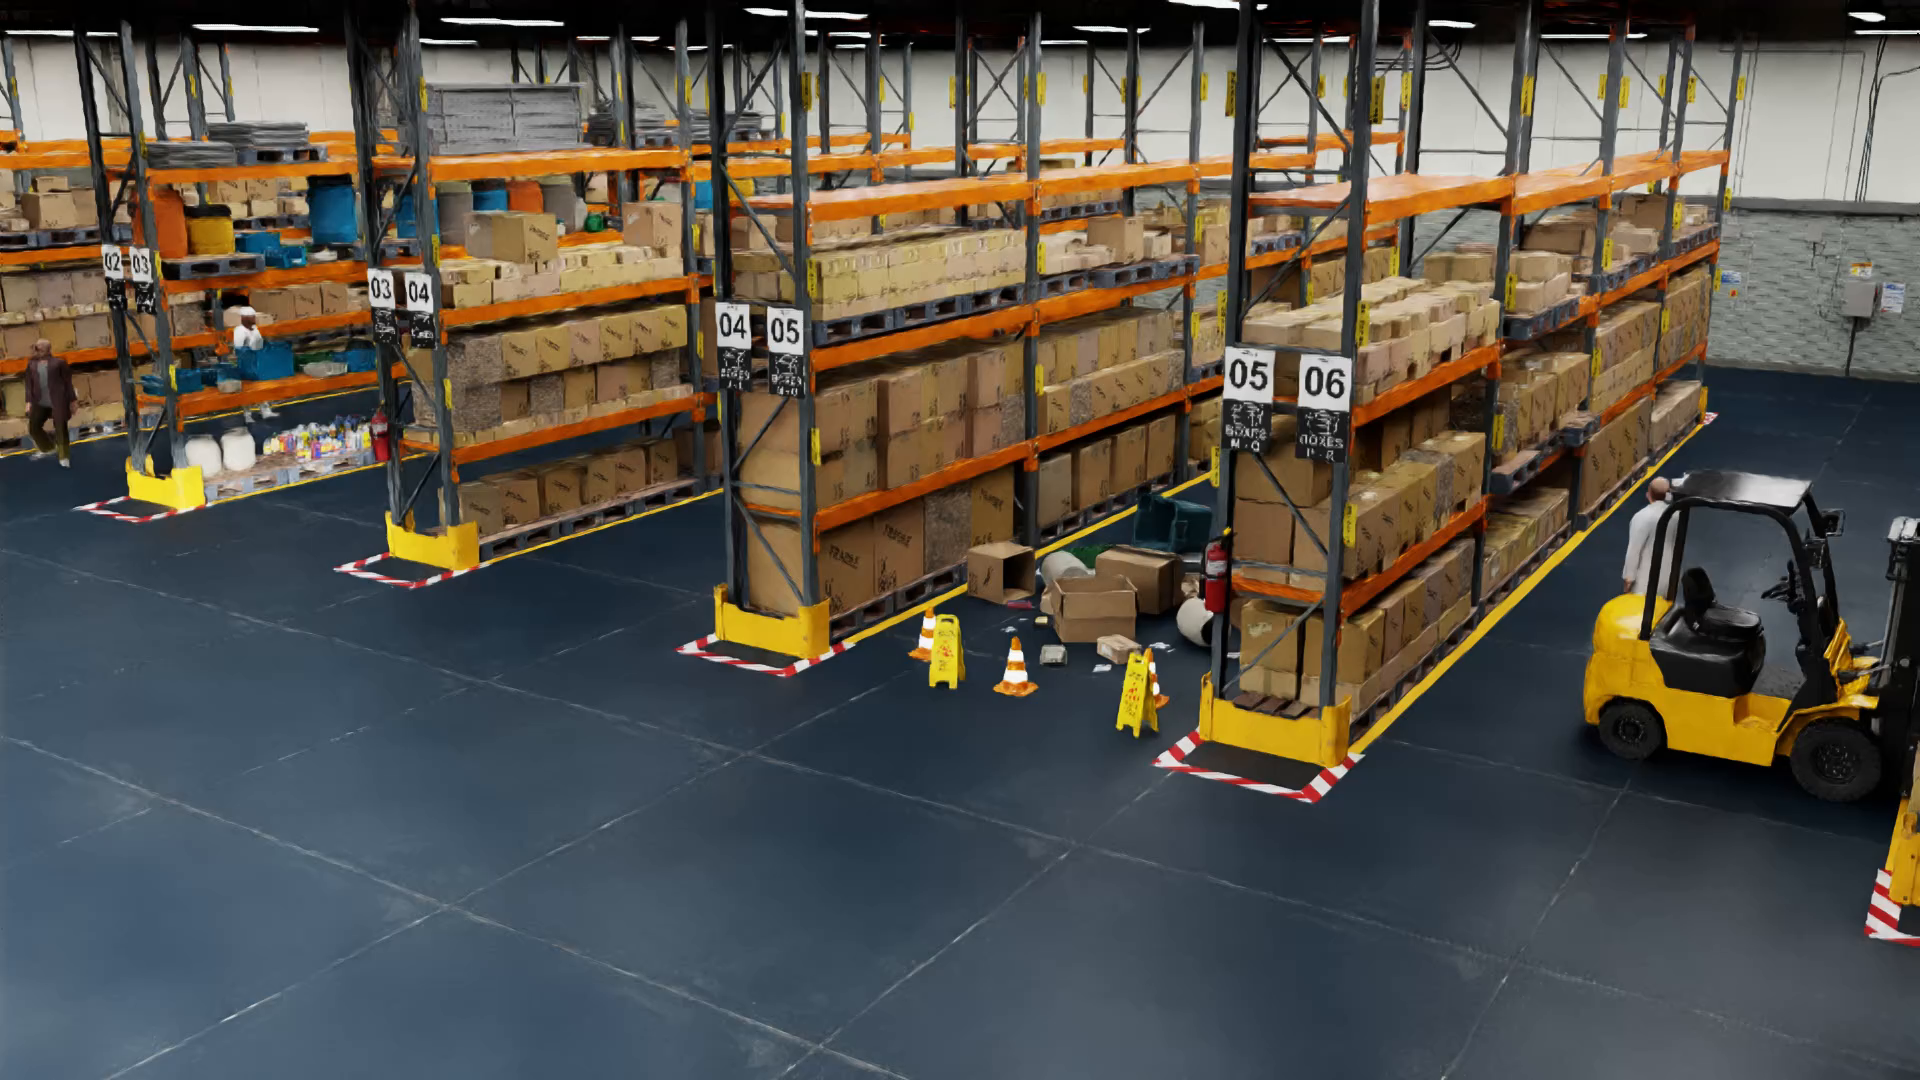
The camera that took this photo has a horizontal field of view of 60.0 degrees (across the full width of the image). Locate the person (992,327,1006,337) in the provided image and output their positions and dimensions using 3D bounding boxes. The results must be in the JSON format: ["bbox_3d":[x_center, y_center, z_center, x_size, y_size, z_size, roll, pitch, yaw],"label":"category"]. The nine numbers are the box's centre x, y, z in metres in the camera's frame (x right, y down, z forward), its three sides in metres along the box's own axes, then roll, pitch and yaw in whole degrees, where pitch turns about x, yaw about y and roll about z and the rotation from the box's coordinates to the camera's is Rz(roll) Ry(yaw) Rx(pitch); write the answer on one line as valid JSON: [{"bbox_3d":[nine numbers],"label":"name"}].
[{"bbox_3d":[0.563,-2.250,24.197,0.435,1.669,0.492,2,16,7],"label":"person"}]

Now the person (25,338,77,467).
[{"bbox_3d":[-12.454,-1.889,22.692,0.770,1.769,0.545,-2,16,-6],"label":"person"}]

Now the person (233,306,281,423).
[{"bbox_3d":[-10.861,-2.718,25.623,0.463,1.772,0.649,2,16,8],"label":"person"}]

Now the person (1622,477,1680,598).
[{"bbox_3d":[6.063,0.299,14.770,0.631,1.781,0.556,-8,18,-27],"label":"person"}]
